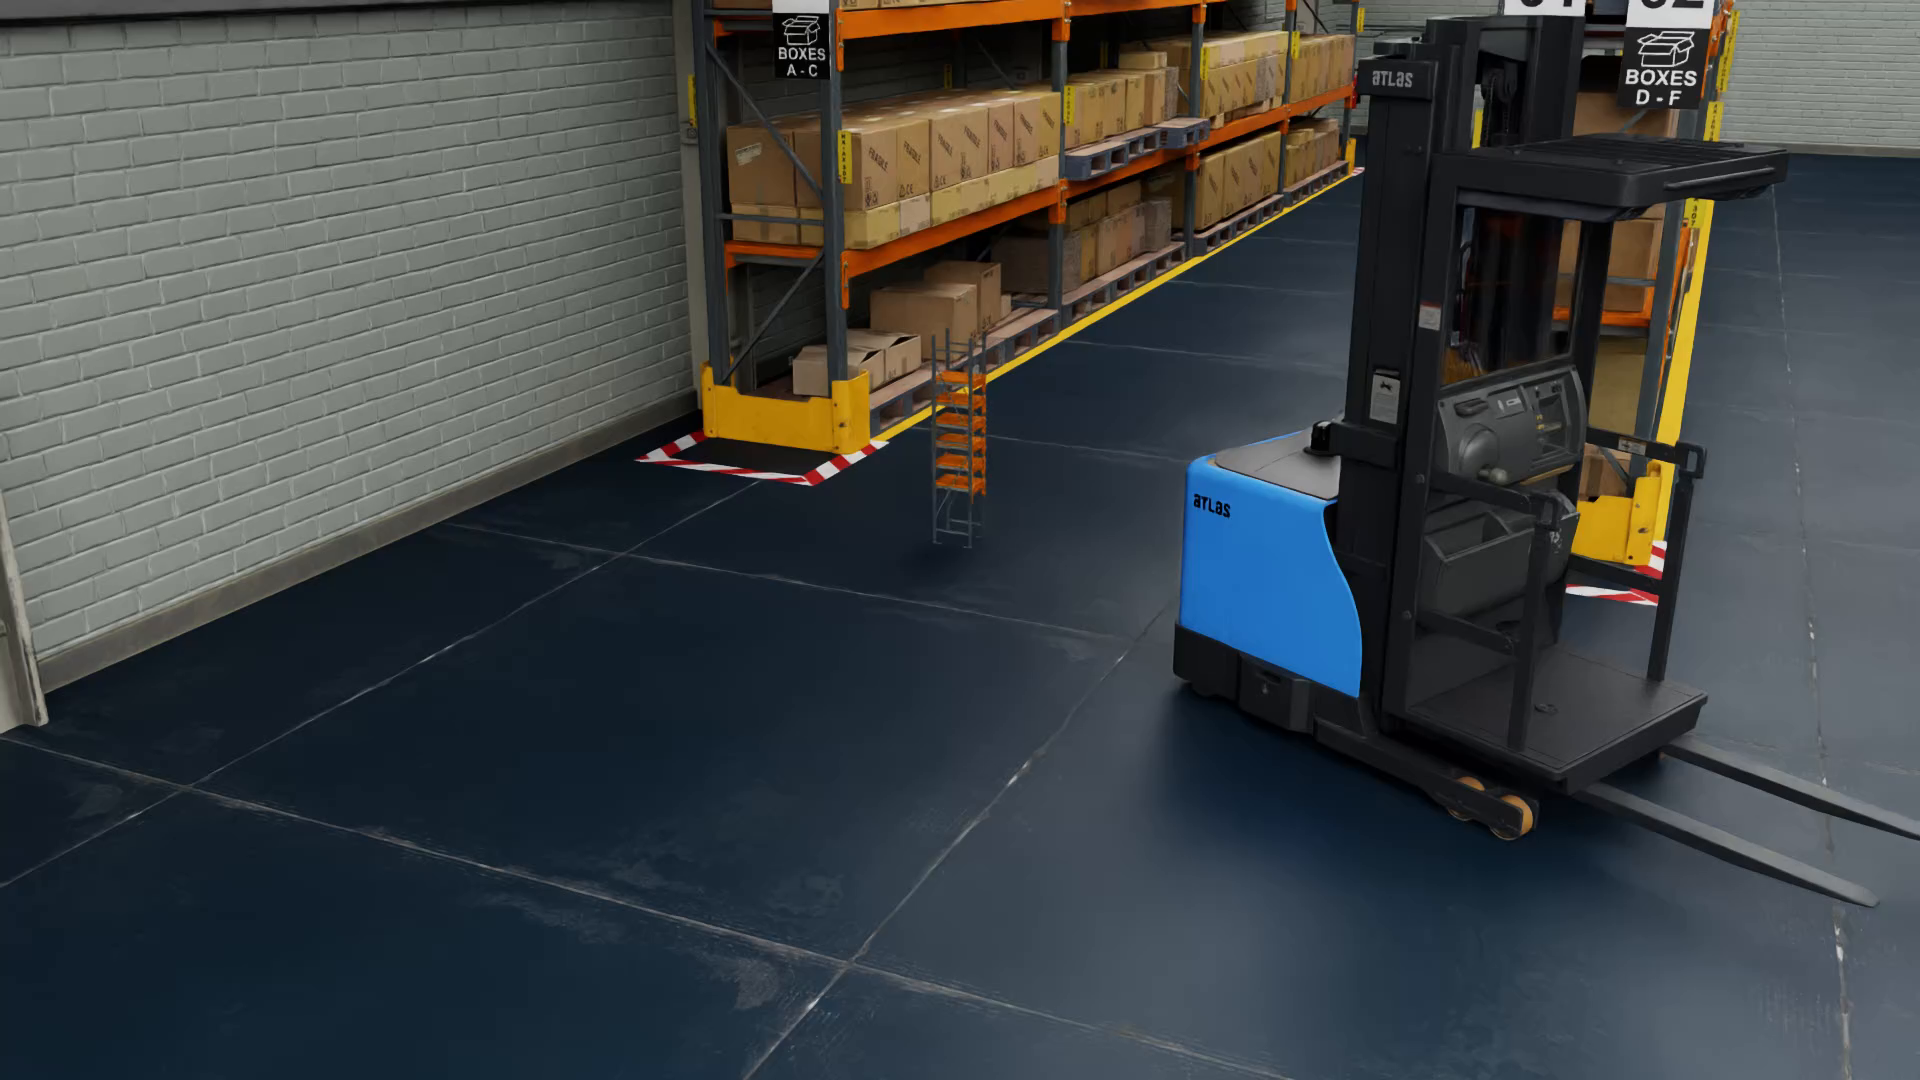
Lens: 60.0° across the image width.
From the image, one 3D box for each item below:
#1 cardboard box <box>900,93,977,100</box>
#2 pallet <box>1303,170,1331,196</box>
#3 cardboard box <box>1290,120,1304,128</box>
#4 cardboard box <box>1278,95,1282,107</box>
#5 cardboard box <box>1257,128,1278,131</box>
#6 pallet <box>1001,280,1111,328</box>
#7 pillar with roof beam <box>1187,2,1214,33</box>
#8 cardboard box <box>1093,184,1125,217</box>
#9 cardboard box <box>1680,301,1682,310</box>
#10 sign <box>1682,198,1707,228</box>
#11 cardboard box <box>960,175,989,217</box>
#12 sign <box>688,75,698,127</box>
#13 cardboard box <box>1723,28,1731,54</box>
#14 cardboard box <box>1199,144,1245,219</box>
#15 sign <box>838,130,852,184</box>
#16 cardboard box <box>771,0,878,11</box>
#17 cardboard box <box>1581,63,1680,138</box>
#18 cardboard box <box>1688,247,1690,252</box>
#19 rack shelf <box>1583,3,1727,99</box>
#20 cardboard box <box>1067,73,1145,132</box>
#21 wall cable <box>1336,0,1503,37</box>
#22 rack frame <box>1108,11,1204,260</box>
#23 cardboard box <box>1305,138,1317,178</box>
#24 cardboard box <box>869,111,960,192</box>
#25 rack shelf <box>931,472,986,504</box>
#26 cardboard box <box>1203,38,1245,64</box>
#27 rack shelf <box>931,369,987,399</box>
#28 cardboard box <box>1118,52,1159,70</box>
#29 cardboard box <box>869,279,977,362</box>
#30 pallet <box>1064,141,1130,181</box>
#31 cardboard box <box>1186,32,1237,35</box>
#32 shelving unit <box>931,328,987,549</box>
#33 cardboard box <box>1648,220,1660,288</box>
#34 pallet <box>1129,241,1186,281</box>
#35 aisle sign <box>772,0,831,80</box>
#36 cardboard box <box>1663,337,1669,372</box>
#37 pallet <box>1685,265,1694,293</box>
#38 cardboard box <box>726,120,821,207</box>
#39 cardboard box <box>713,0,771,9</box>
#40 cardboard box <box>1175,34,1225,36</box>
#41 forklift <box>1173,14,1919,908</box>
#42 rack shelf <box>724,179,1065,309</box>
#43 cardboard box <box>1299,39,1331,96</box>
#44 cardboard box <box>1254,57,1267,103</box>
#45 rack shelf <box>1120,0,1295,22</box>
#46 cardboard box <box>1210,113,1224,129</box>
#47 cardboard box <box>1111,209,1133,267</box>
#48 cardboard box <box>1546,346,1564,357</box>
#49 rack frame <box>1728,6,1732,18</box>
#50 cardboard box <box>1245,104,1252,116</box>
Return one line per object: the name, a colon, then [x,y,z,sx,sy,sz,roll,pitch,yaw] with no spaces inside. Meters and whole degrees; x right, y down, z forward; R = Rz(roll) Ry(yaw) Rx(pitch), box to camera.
cardboard box: [-0.185,-3.327,13.421,0.500,0.500,0.500,8,21,22]
pallet: [4.570,-5.035,23.312,1.003,0.211,1.213,9,21,23]
cardboard box: [4.690,-5.908,23.740,0.380,0.149,0.250,9,21,23]
cardboard box: [3.809,-5.502,20.807,0.380,0.149,0.250,9,21,23]
cardboard box: [4.169,-5.518,22.644,0.380,0.149,0.250,8,21,21]
pallet: [0.730,-2.232,15.429,1.003,0.211,1.213,9,21,23]
pillar with roof beam: [7.114,-8.321,19.438,9.100,9.000,0.400,9,21,23]
cardboard box: [1.307,-3.362,16.401,0.500,0.250,0.500,8,21,22]
cardboard box: [5.954,-2.091,14.347,0.500,0.250,0.500,9,21,24]
sign: [3.800,-1.773,8.568,0.100,0.325,0.005,9,21,23]
cardboard box: [-0.113,-2.599,12.493,0.500,0.250,0.500,9,21,23]
sign: [-1.723,-2.861,10.838,0.100,0.325,0.005,9,21,23]
cardboard box: [8.659,-5.698,19.373,0.500,0.500,0.500,9,22,24]
cardboard box: [2.836,-4.189,19.352,0.750,0.750,0.750,8,21,22]
sign: [-0.730,-2.418,10.499,0.100,0.325,0.005,9,21,23]
cardboard box: [-0.860,-3.622,10.522,0.500,0.500,0.500,9,22,24]
cardboard box: [4.346,-2.843,10.901,0.700,0.500,0.500,9,21,23]
cardboard box: [6.166,-2.511,14.691,0.500,0.311,0.500,8,21,22]
rack shelf: [4.115,-3.092,10.283,1.077,0.370,4.000,9,21,23]
cardboard box: [1.378,-4.256,16.152,0.700,0.500,0.500,9,21,23]
wall cable: [7.969,-10.019,28.846,3.097,2.526,0.112,9,21,23]
rack frame: [2.051,-4.530,17.730,1.000,3.000,0.127,9,21,23]
cardboard box: [4.510,-5.297,22.991,0.700,0.500,0.500,9,22,24]
cardboard box: [-0.327,-2.788,11.907,0.500,0.500,0.500,8,21,21]
rack shelf: [-0.006,-0.293,9.351,0.258,0.103,0.180,9,21,23]
cardboard box: [2.892,-5.501,18.719,0.500,0.250,0.500,9,21,23]
rack shelf: [-0.006,-0.858,9.150,0.258,0.103,0.180,9,21,23]
cardboard box: [1.819,-4.880,16.941,0.380,0.149,0.250,5,20,14]
cardboard box: [-0.280,-1.705,12.860,0.700,0.500,0.500,7,21,19]
pallet: [0.859,-3.431,14.925,1.003,0.211,1.213,9,21,23]
cardboard box: [3.055,-6.037,20.226,0.500,0.250,0.500,9,21,23]
shelving unit: [-0.006,-0.561,9.255,0.258,1.200,0.189,9,21,23]
cardboard box: [3.709,-1.755,9.778,0.700,0.500,0.500,9,22,24]
pallet: [1.729,-2.978,17.526,1.003,0.211,1.213,9,21,23]
aisle sign: [-0.981,-3.246,10.240,0.394,0.787,0.004,9,21,23]
cardboard box: [4.943,-1.359,12.291,0.500,0.250,0.500,9,21,23]
pallet: [6.912,-2.761,16.917,1.003,0.211,1.213,9,21,23]
cardboard box: [-1.226,-2.550,11.237,0.500,0.500,0.500,8,21,22]
cardboard box: [-1.285,-3.717,10.787,0.500,0.500,0.500,10,22,27]
cardboard box: [2.854,-5.883,19.793,0.500,0.250,0.500,8,21,21]
forklift: [2.288,-0.437,6.322,1.130,2.935,3.031,-15,25,-36]
rack shelf: [-0.406,-2.357,12.693,1.077,0.370,4.000,9,21,23]
cardboard box: [4.519,-6.504,22.833,0.980,0.700,0.700,7,21,20]
cardboard box: [3.316,-5.464,19.734,0.500,0.500,0.500,9,21,23]
rack shelf: [2.870,-6.216,19.067,1.077,0.370,4.000,9,21,23]
cardboard box: [2.694,-4.635,18.372,0.380,0.149,0.250,9,22,24]
cardboard box: [1.309,-3.035,16.600,0.700,0.500,0.500,8,21,22]
cardboard box: [3.244,-0.866,9.786,0.500,0.500,0.500,9,21,23]
rack frame: [9.848,-6.297,22.699,1.000,3.000,0.127,9,21,23]
cardboard box: [3.248,-5.119,19.732,0.380,0.149,0.250,8,21,21]
